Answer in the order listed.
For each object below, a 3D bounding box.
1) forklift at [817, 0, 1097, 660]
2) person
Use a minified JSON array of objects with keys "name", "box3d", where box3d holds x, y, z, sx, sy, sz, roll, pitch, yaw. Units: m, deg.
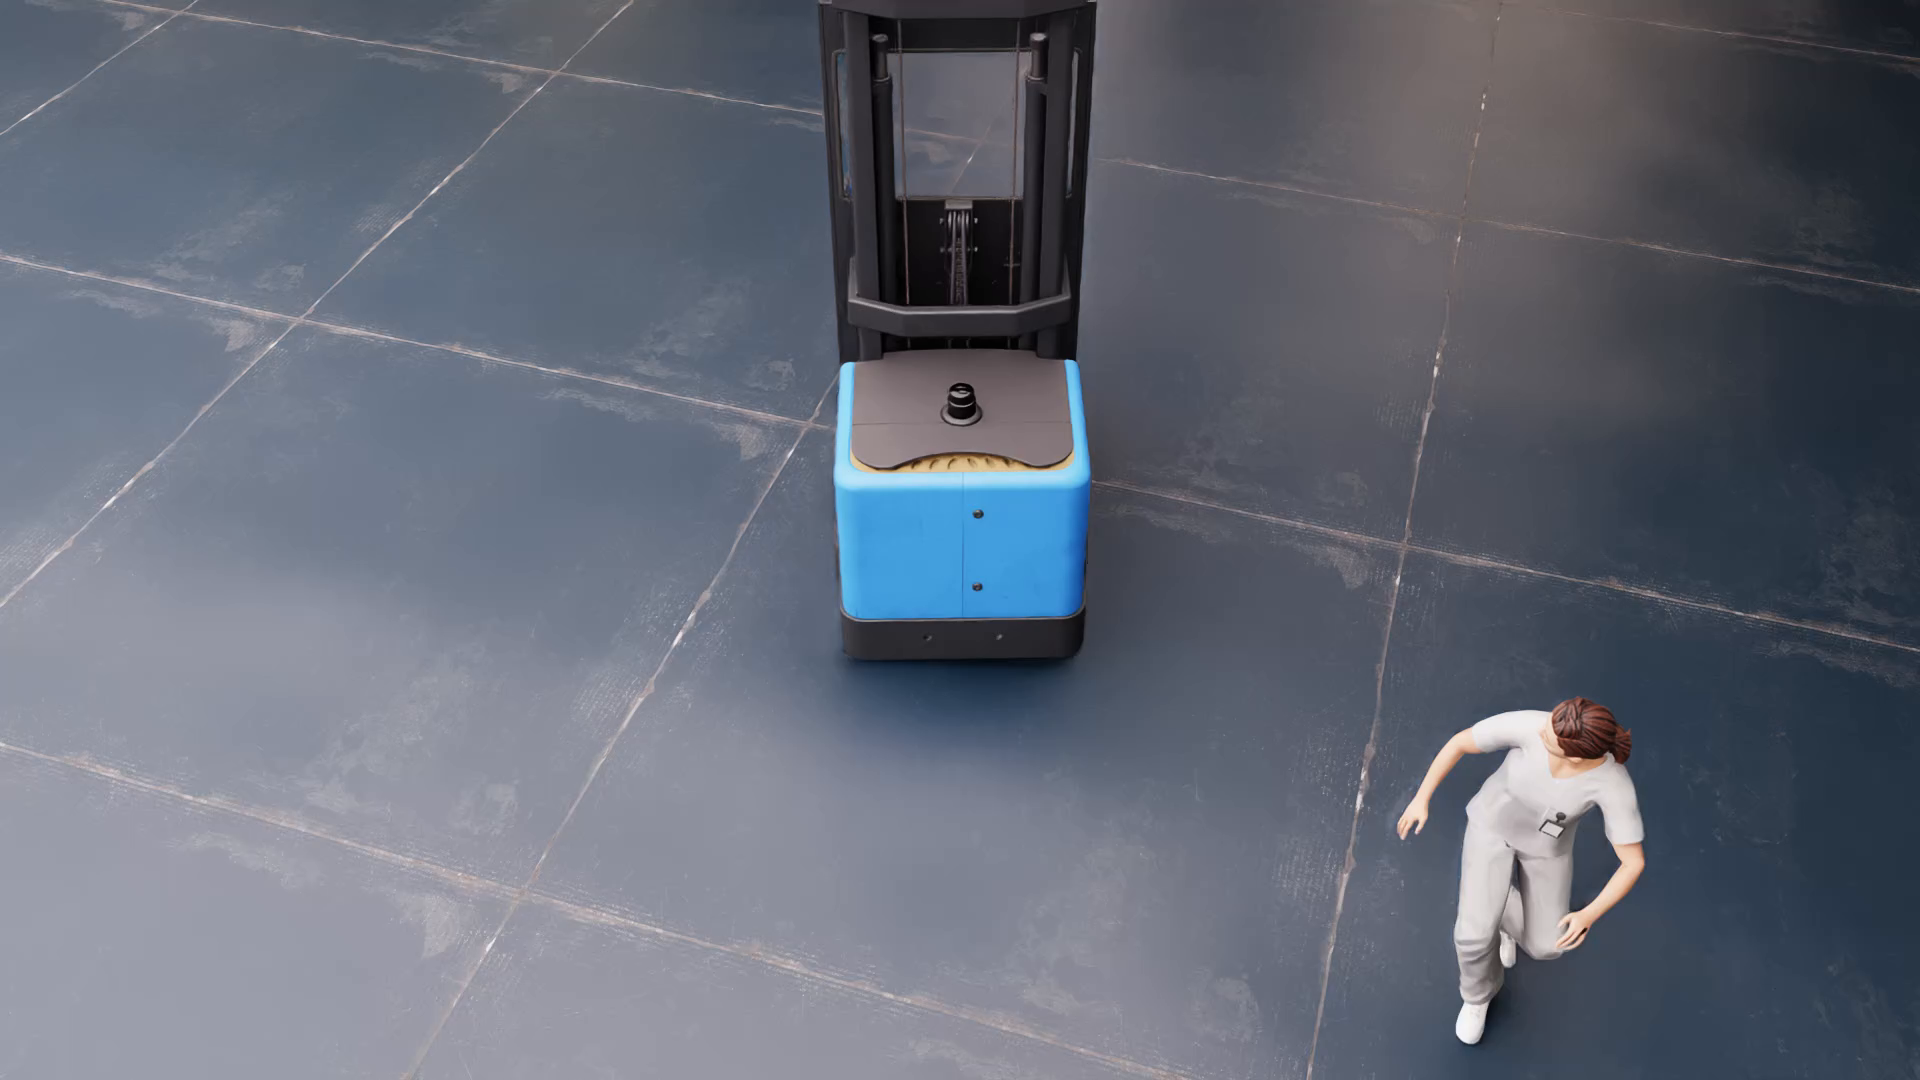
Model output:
[{"name":"forklift","box3d":[-0.016,-1.539,7.343,1.130,2.935,3.031,-1,43,-1]},{"name":"person","box3d":[1.833,1.073,5.552,0.753,1.551,0.764,15,45,16]}]
